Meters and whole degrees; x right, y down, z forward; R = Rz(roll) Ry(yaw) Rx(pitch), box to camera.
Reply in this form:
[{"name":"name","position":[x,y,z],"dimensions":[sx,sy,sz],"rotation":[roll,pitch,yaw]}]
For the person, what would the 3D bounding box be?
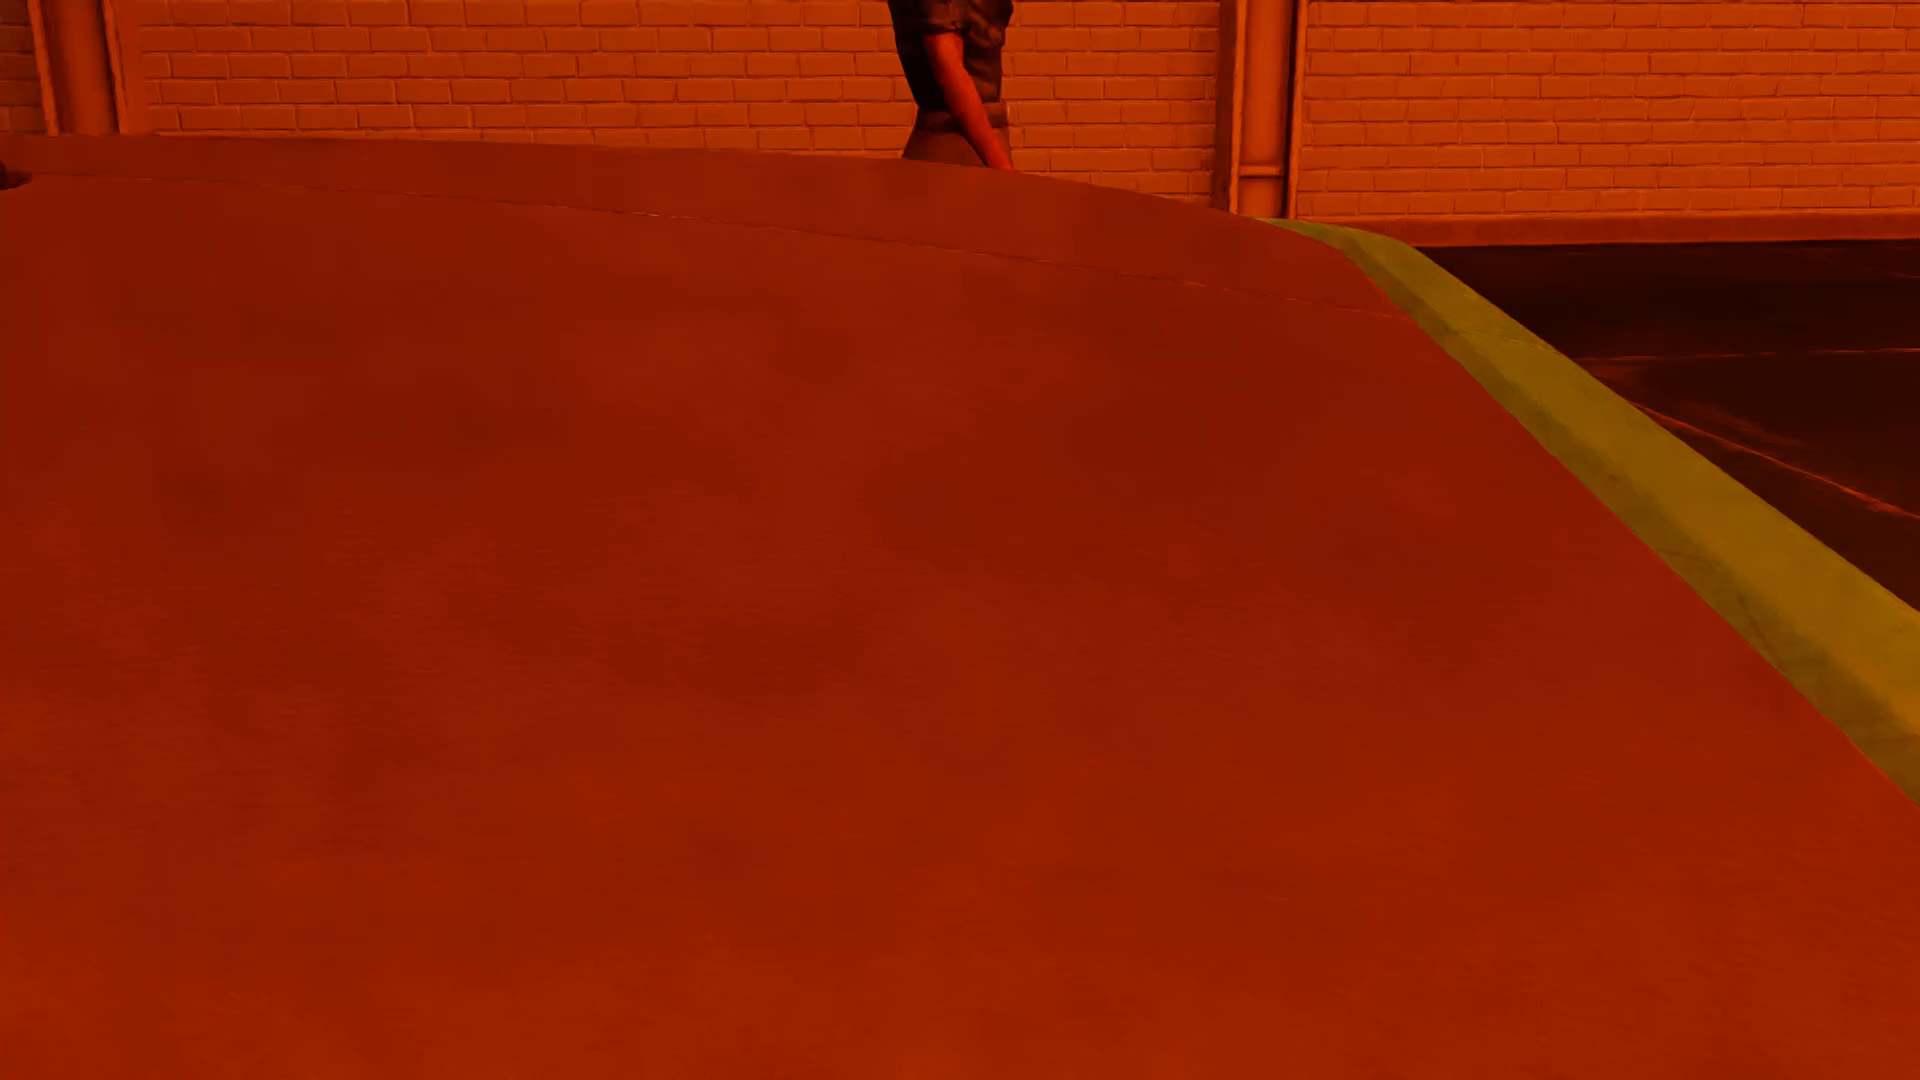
[{"name":"person","position":[0.090,-0.797,3.718],"dimensions":[0.503,1.654,0.570],"rotation":[-2,17,-8]}]
